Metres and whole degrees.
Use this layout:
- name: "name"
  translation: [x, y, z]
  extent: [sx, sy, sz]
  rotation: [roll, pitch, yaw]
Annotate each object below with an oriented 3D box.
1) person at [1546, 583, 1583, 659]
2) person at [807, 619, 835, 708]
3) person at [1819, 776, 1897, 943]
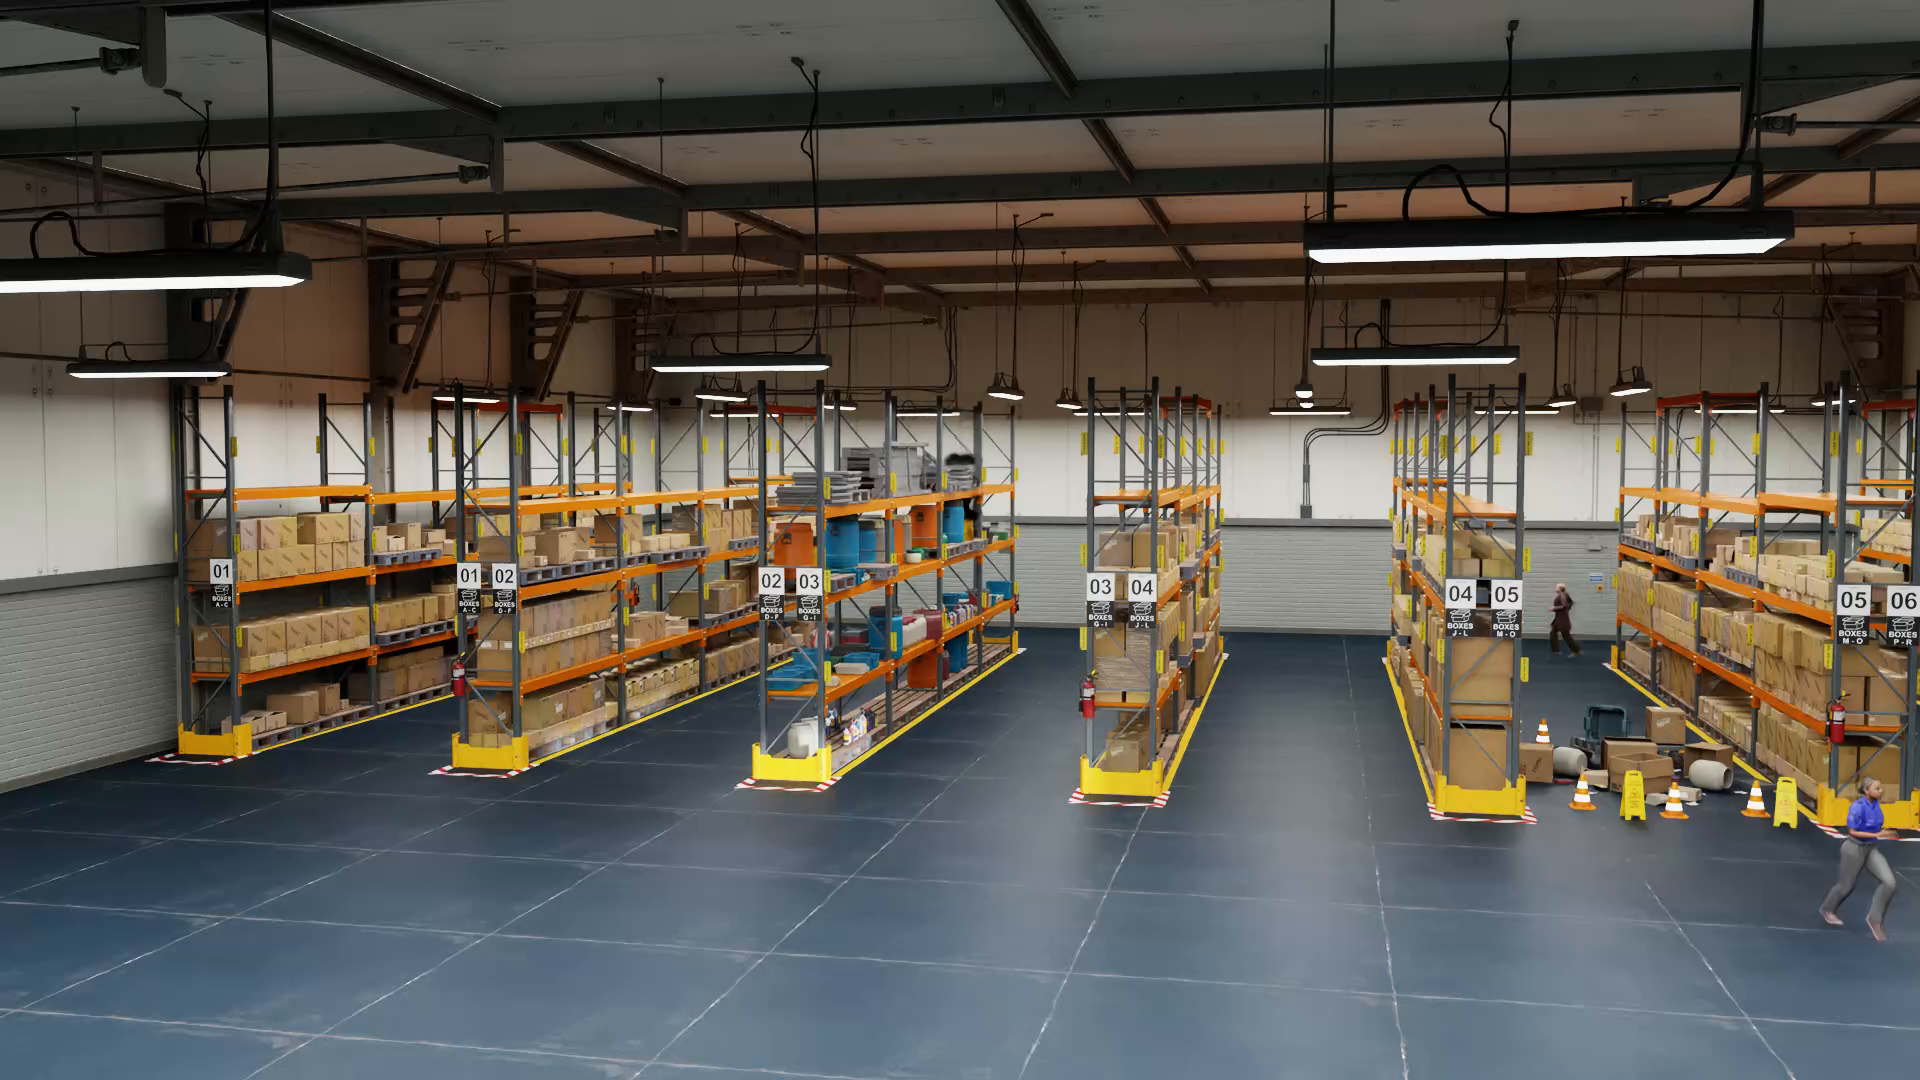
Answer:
- name: "person"
  translation: [14.210, 1.937, 39.039]
  extent: [0.837, 1.852, 0.707]
  rotation: [1, 3, 17]
- name: "person"
  translation: [-2.636, 2.350, 32.242]
  extent: [0.678, 1.755, 0.811]
  rotation: [1, 3, 18]
- name: "person"
  translation: [9.210, 3.233, 17.029]
  extent: [0.599, 1.683, 0.831]
  rotation: [-2, 4, -27]
